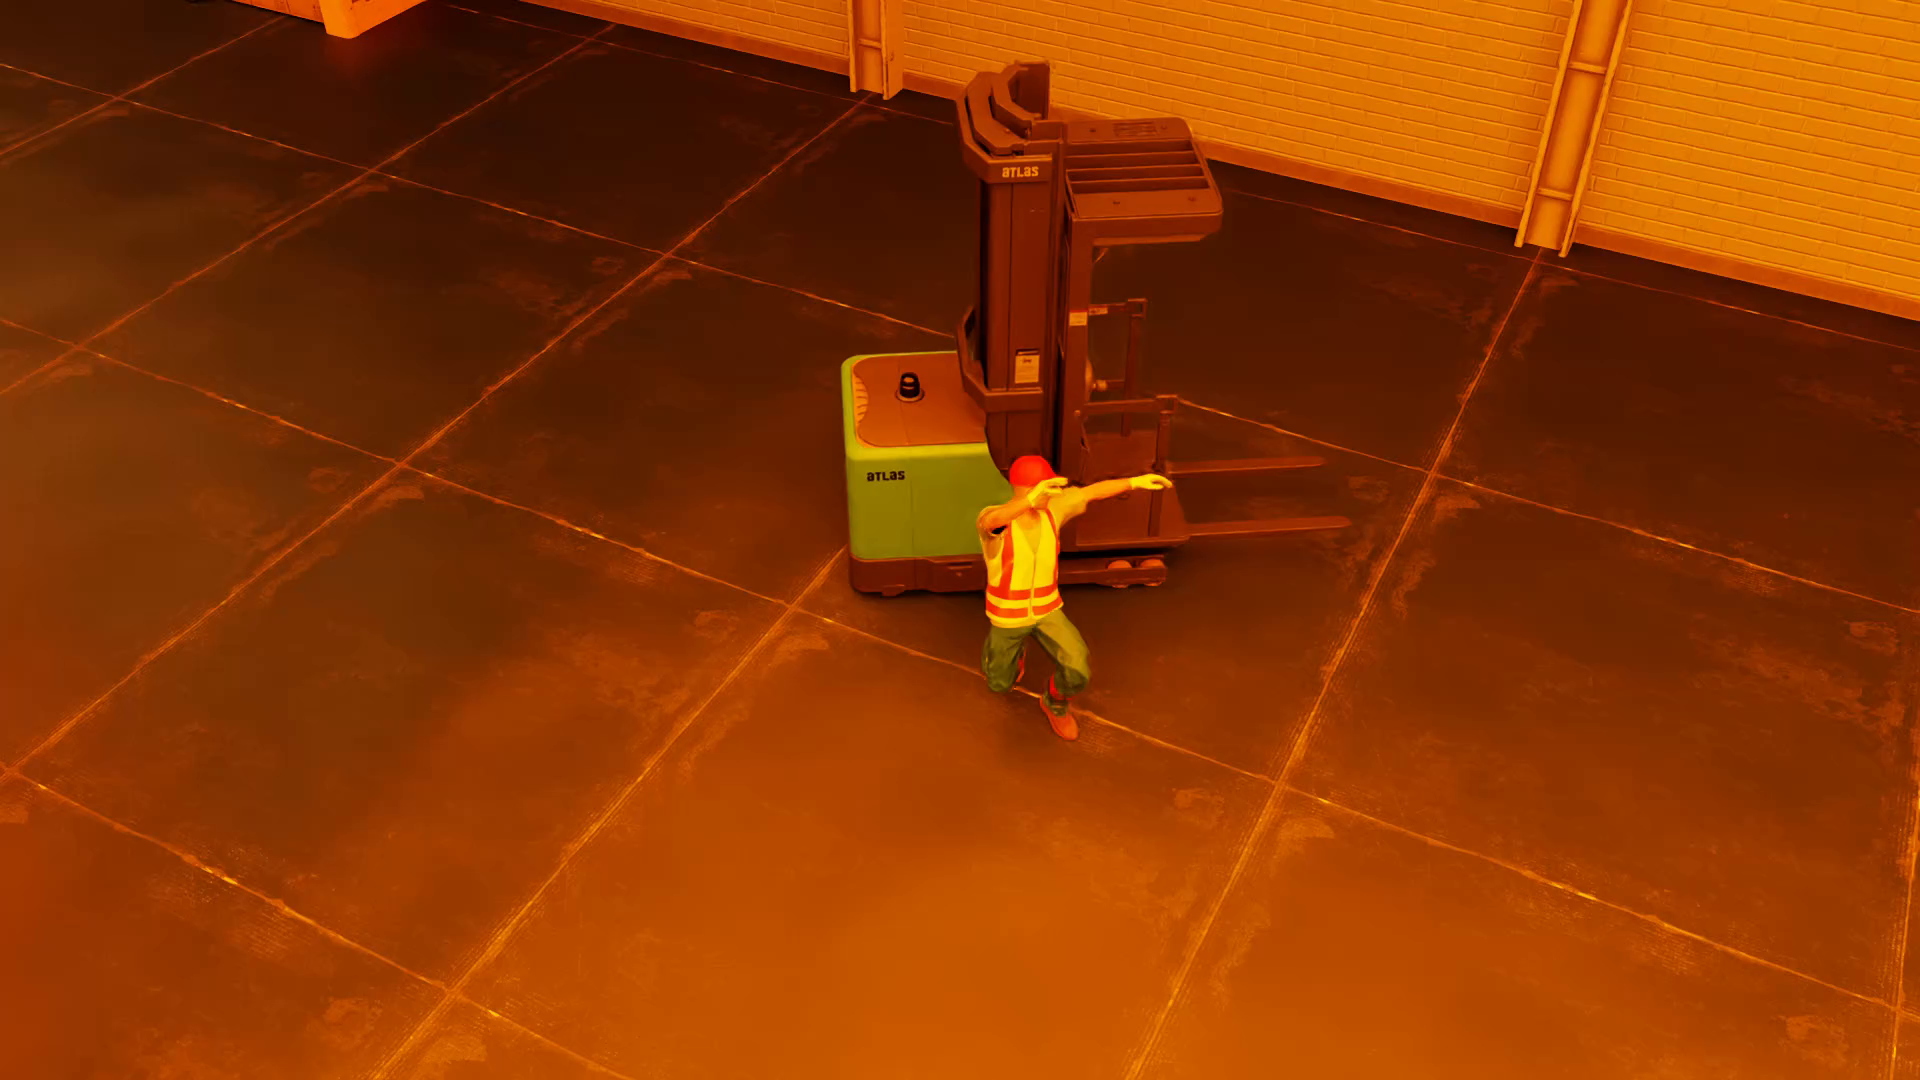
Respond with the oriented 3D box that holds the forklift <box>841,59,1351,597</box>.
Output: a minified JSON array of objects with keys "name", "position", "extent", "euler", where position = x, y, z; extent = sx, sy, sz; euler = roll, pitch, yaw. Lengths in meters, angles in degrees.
[{"name":"forklift","position":[0.824,-1.173,9.379],"extent":[3.031,2.935,1.130],"euler":[-3,40,-4]}]

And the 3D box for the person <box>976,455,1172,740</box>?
[{"name":"person","position":[0.648,0.280,8.719],"extent":[1.112,1.595,0.863],"euler":[-8,41,-10]}]
